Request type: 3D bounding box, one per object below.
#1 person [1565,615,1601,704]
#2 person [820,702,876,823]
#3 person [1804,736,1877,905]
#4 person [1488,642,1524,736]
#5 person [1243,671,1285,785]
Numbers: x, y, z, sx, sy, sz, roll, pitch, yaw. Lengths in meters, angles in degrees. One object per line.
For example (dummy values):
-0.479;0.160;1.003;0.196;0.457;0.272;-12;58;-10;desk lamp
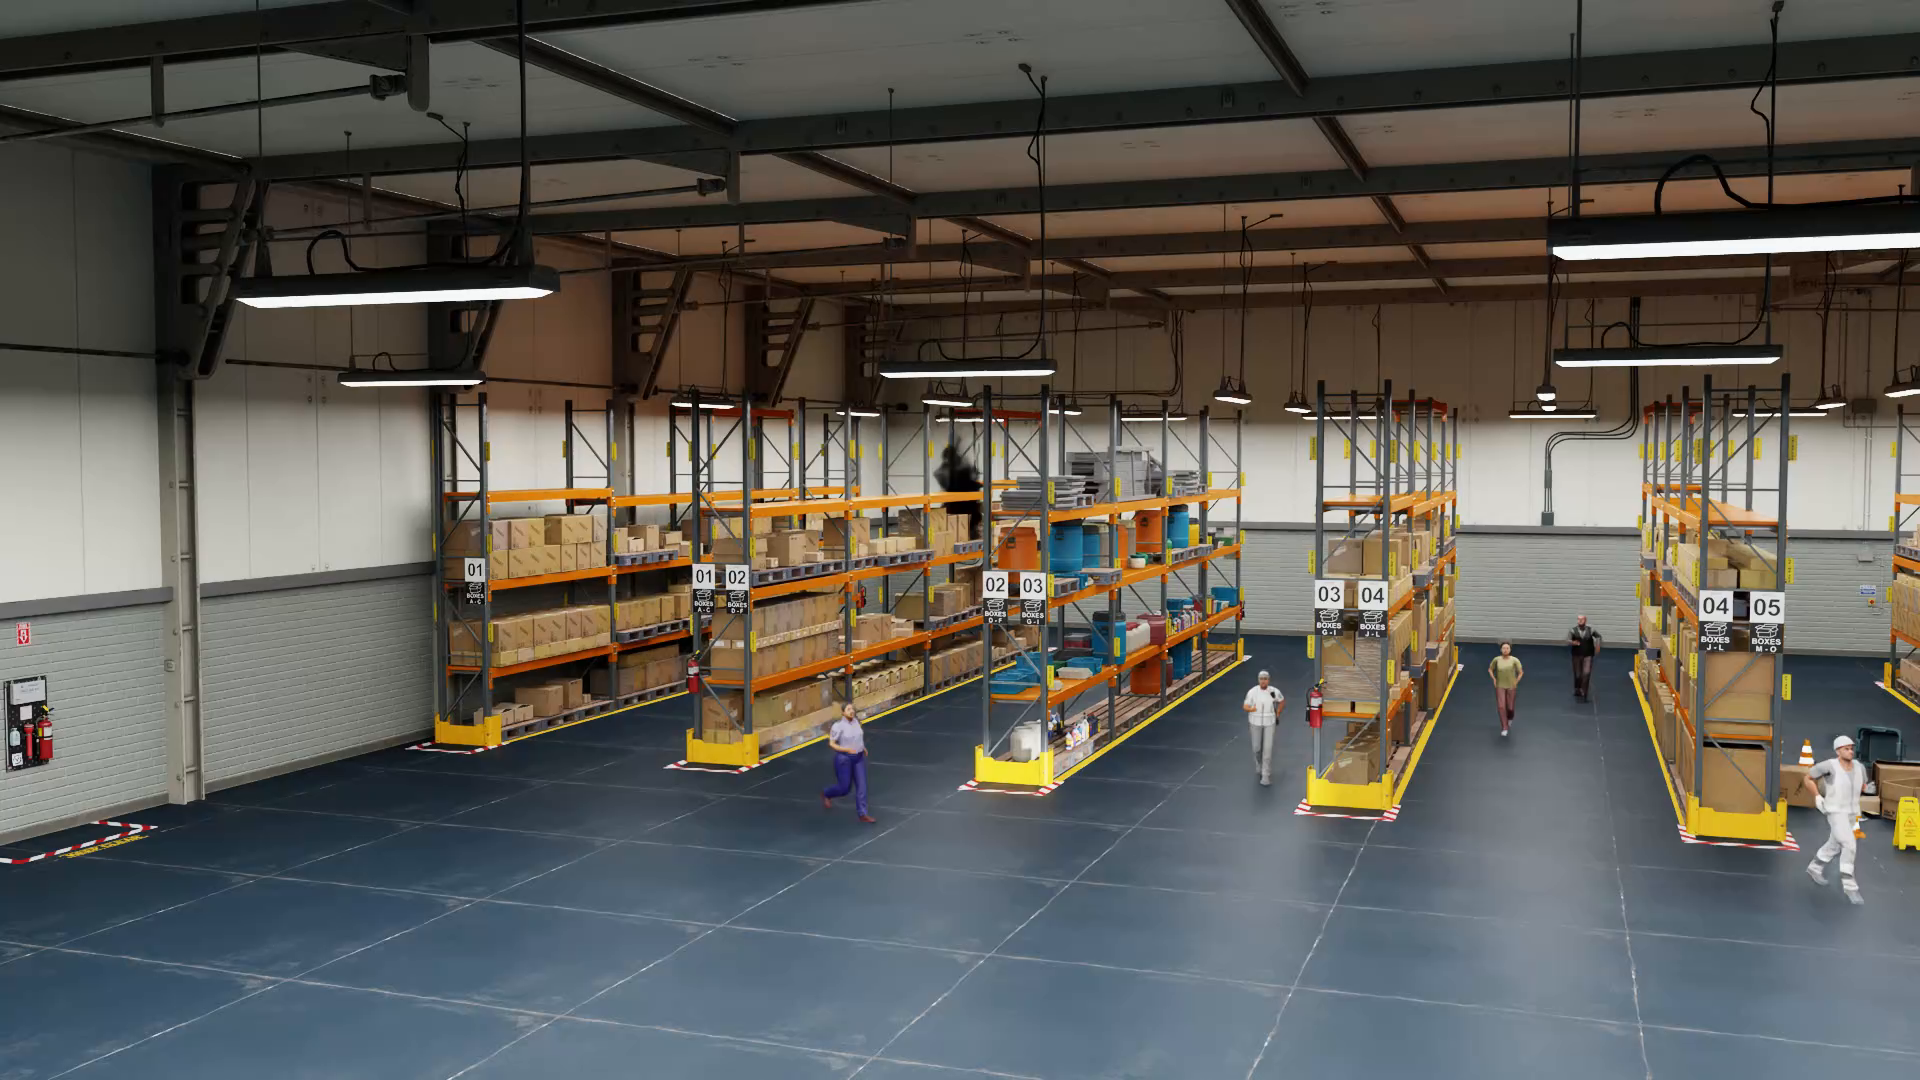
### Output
12.496;2.375;33.385;0.663;1.743;0.908;1;3;26;person
-1.483;2.993;22.511;0.621;1.609;0.943;-3;4;-45;person
9.940;3.109;18.752;0.624;1.836;0.855;-1;3;-18;person
9.653;2.609;29.422;0.596;1.633;0.737;1;3;20;person
4.594;2.805;25.188;0.609;1.651;0.915;1;3;15;person
